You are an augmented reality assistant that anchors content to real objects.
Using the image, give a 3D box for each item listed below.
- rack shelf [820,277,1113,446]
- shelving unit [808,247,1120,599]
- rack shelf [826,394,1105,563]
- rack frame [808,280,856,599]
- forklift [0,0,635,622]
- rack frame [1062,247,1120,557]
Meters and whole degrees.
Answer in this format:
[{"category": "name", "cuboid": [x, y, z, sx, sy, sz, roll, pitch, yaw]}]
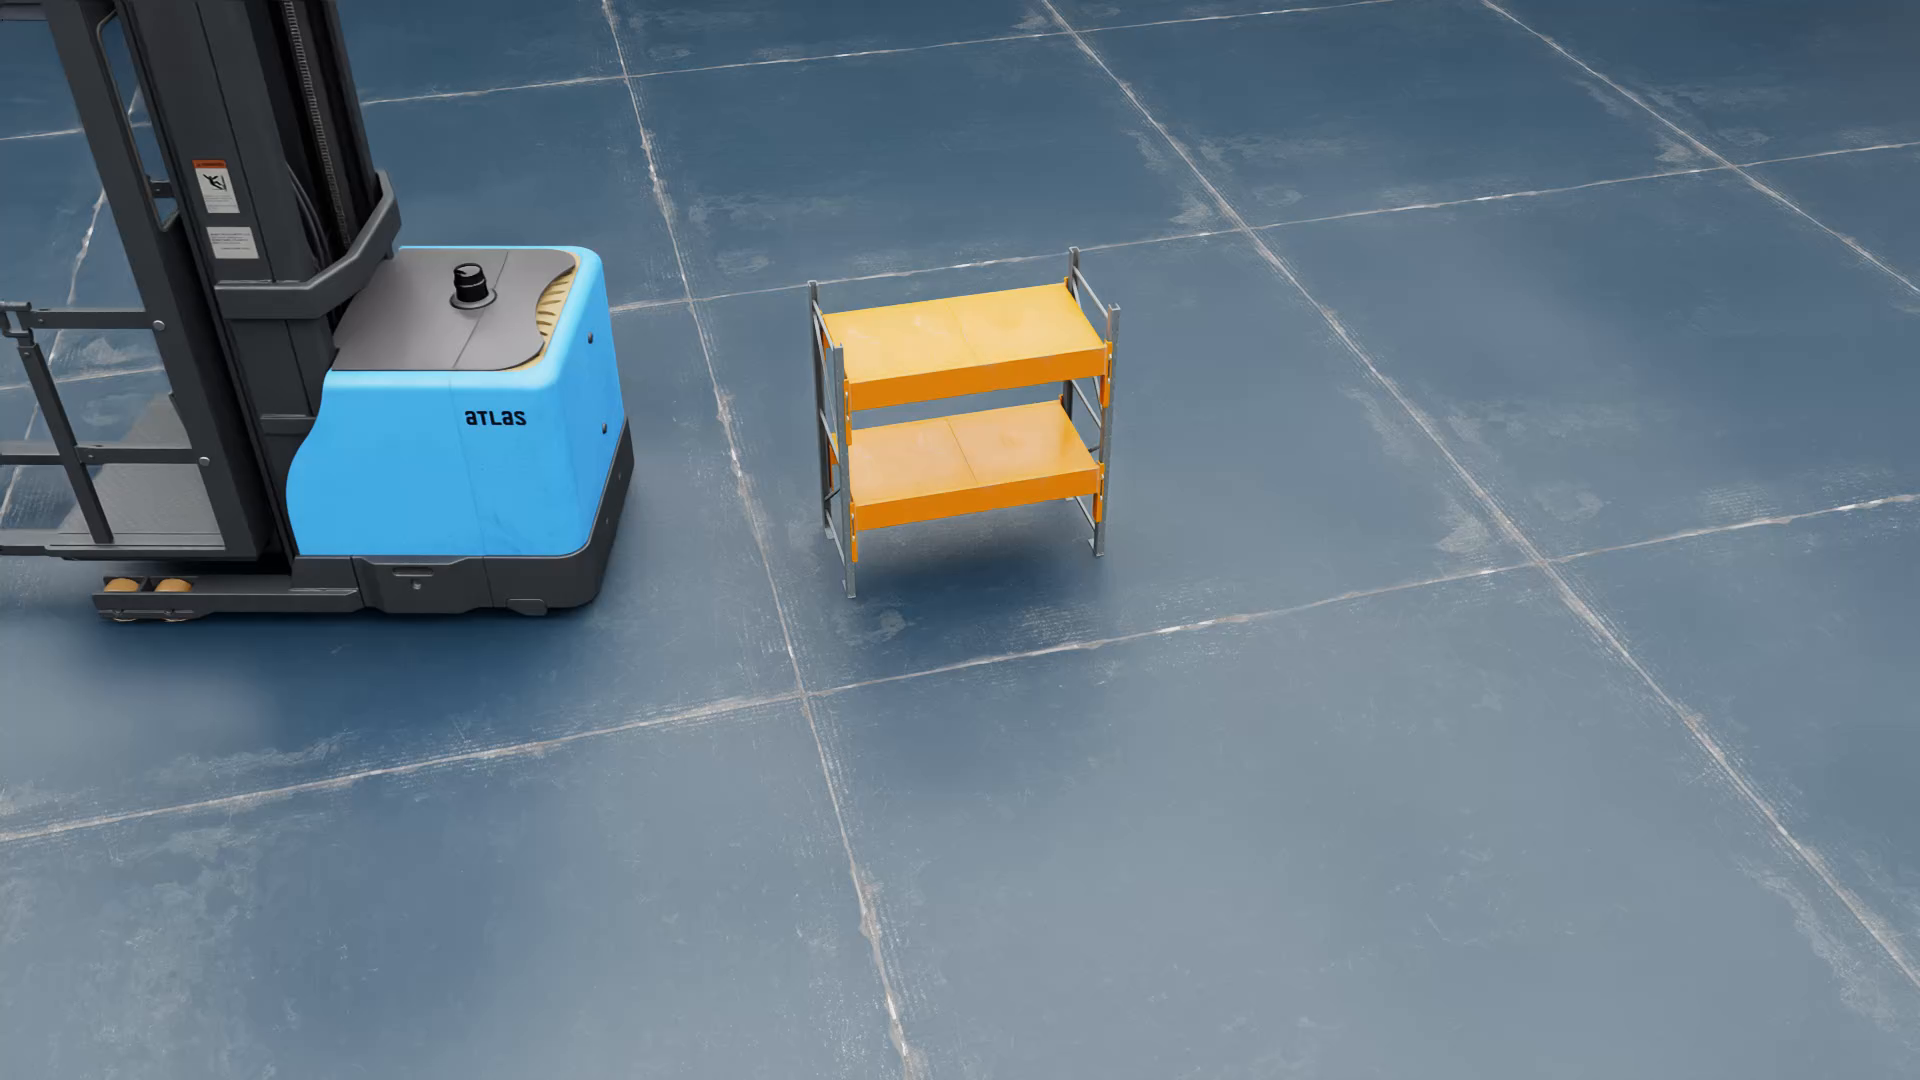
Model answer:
[{"category": "rack shelf", "cuboid": [0.007, -0.680, 6.232, 1.000, 0.278, 0.538, -9, 38, -12]}, {"category": "shelving unit", "cuboid": [0.007, -0.448, 6.410, 1.048, 1.125, 0.538, -9, 38, -12]}, {"category": "rack shelf", "cuboid": [0.007, -0.254, 6.558, 1.000, 0.278, 0.538, -9, 38, -12]}, {"category": "rack frame", "cuboid": [-0.484, -0.367, 6.304, 0.032, 1.125, 0.500, -9, 38, -12]}, {"category": "forklift", "cuboid": [-2.897, -1.174, 5.872, 3.031, 2.935, 1.130, 0, 37, 0]}, {"category": "rack frame", "cuboid": [0.497, -0.528, 6.515, 0.032, 1.125, 0.500, -9, 38, -12]}]
